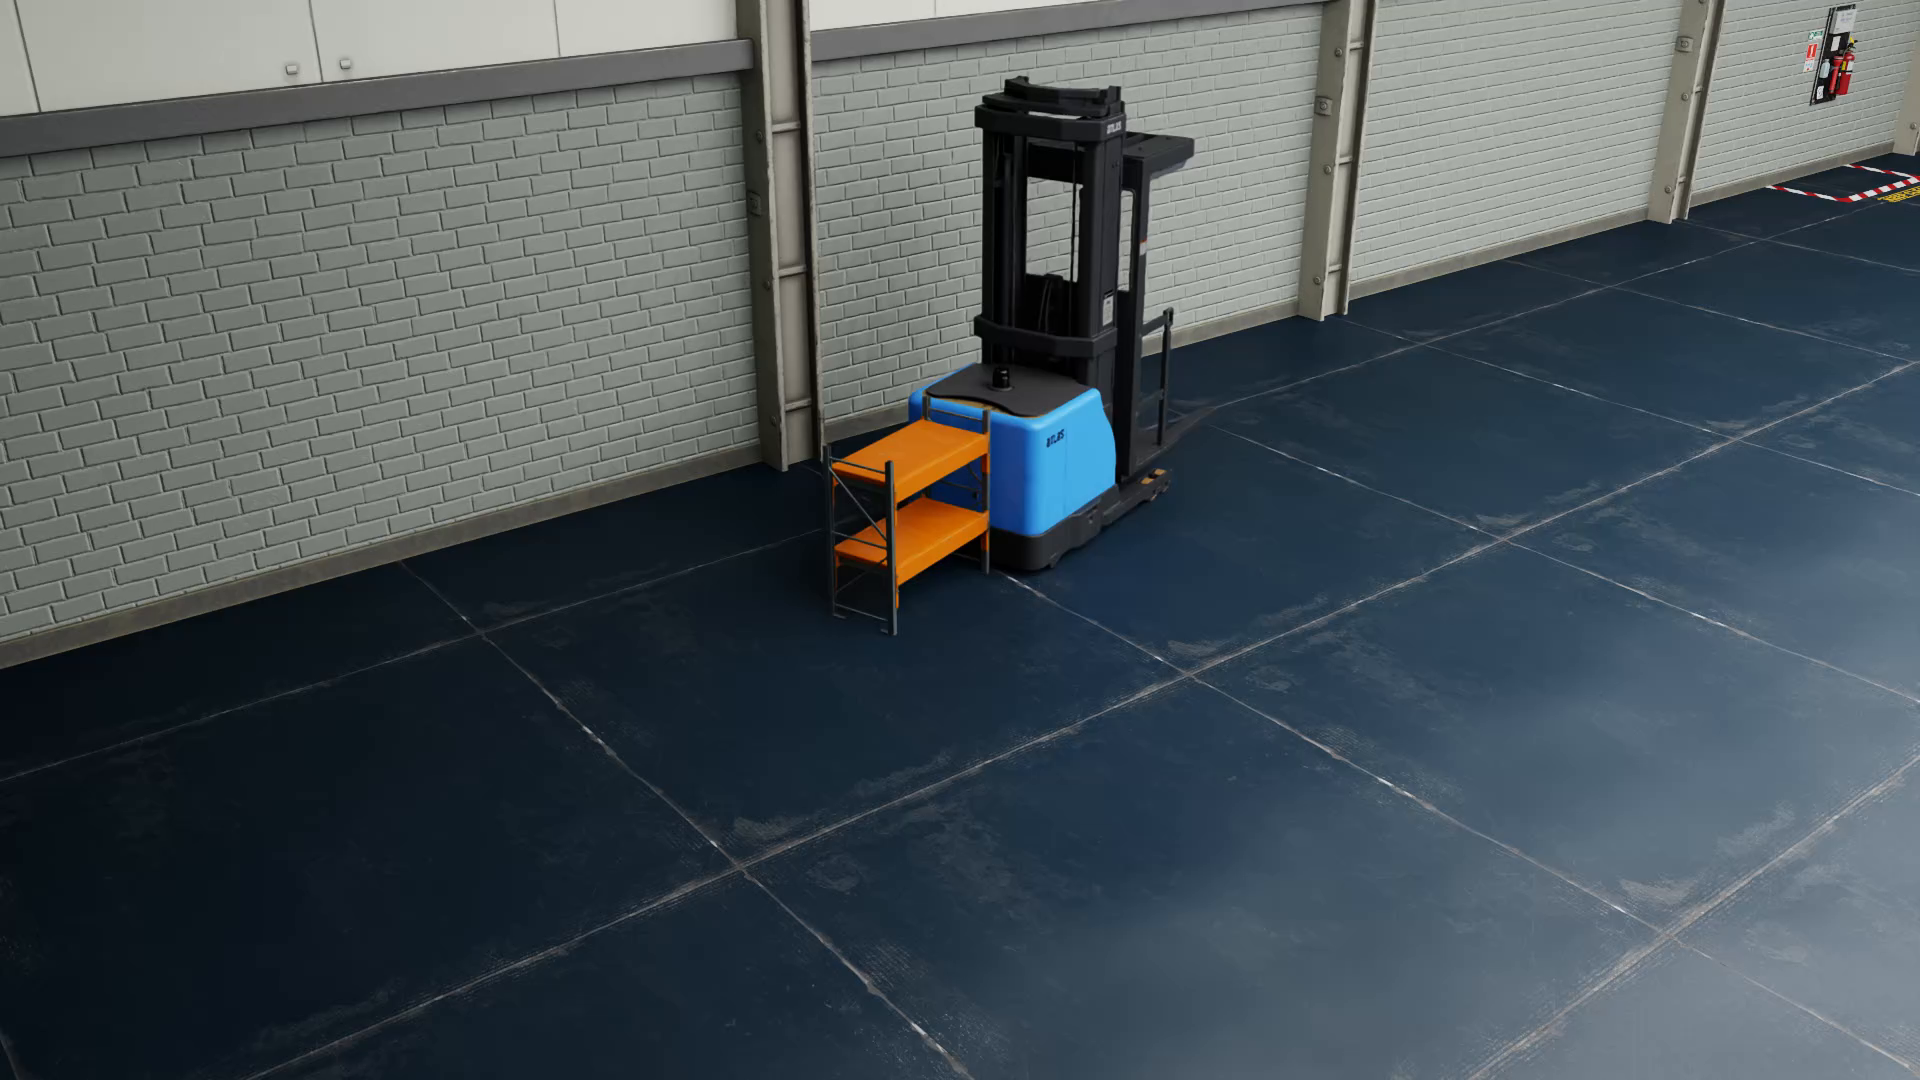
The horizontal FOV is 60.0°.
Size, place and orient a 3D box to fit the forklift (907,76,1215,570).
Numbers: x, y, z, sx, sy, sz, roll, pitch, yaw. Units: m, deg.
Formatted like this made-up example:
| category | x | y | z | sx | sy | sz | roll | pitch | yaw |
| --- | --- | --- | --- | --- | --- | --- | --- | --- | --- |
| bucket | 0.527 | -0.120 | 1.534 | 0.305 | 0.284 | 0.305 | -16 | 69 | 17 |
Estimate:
| category | x | y | z | sx | sy | sz | roll | pitch | yaw |
| --- | --- | --- | --- | --- | --- | --- | --- | --- | --- |
| forklift | 0.876 | -1.705 | 11.442 | 1.130 | 2.935 | 3.031 | 15 | 29 | 30 |

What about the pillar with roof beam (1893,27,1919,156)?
| category | x | y | z | sx | sy | sz | roll | pitch | yaw |
| --- | --- | --- | --- | --- | --- | --- | --- | --- | --- |
| pillar with roof beam | 15.561 | -7.940 | 17.668 | 0.400 | 9.000 | 9.100 | -18 | 31 | -34 |

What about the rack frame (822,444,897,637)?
| category | x | y | z | sx | sy | sz | roll | pitch | yaw |
| --- | --- | --- | --- | --- | --- | --- | --- | --- | --- |
| rack frame | -0.595 | 0.006 | 9.900 | 0.500 | 1.125 | 0.032 | 16 | 29 | 31 |

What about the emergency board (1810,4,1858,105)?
| category | x | y | z | sx | sy | sz | roll | pitch | yaw |
| --- | --- | --- | --- | --- | --- | --- | --- | --- | --- |
| emergency board | 10.936 | -6.015 | 20.648 | 0.643 | 1.169 | 0.194 | -18 | 31 | -34 |

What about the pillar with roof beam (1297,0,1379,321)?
| category | x | y | z | sx | sy | sz | roll | pitch | yaw |
| --- | --- | --- | --- | --- | --- | --- | --- | --- | --- |
| pillar with roof beam | 6.118 | -4.822 | 10.951 | 0.400 | 9.000 | 9.100 | -18 | 31 | -34 |

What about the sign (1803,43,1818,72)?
| category | x | y | z | sx | sy | sz | roll | pitch | yaw |
| --- | --- | --- | --- | --- | --- | --- | --- | --- | --- |
| sign | 10.437 | -5.922 | 20.404 | 0.234 | 0.329 | 0.001 | -18 | 31 | -34 |

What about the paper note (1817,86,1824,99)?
| category | x | y | z | sx | sy | sz | roll | pitch | yaw |
| --- | --- | --- | --- | --- | --- | --- | --- | --- | --- |
| paper note | 10.754 | -5.593 | 20.783 | 0.142 | 0.148 | 0.016 | -18 | 31 | -34 |

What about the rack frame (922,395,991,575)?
| category | x | y | z | sx | sy | sz | roll | pitch | yaw |
| --- | --- | --- | --- | --- | --- | --- | --- | --- | --- |
| rack frame | -0.025 | -0.348 | 10.664 | 0.500 | 1.125 | 0.032 | 16 | 29 | 31 |

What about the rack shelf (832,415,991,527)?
| category | x | y | z | sx | sy | sz | roll | pitch | yaw |
| --- | --- | --- | --- | --- | --- | --- | --- | --- | --- |
| rack shelf | -0.310 | -0.436 | 10.159 | 0.538 | 0.278 | 1.000 | 16 | 29 | 31 |

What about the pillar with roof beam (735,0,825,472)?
| category | x | y | z | sx | sy | sz | roll | pitch | yaw |
| --- | --- | --- | --- | --- | --- | --- | --- | --- | --- |
| pillar with roof beam | 1.396 | -3.264 | 7.593 | 0.400 | 9.000 | 9.100 | -18 | 31 | -34 |

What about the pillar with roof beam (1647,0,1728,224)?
| category | x | y | z | sx | sy | sz | roll | pitch | yaw |
| --- | --- | --- | --- | --- | --- | --- | --- | --- | --- |
| pillar with roof beam | 10.839 | -6.381 | 14.310 | 0.400 | 9.000 | 9.100 | -18 | 31 | -34 |

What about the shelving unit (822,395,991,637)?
| category | x | y | z | sx | sy | sz | roll | pitch | yaw |
| --- | --- | --- | --- | --- | --- | --- | --- | --- | --- |
| shelving unit | -0.310 | -0.171 | 10.282 | 0.538 | 1.125 | 1.048 | 16 | 29 | 31 |

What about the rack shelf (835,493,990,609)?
| category | x | y | z | sx | sy | sz | roll | pitch | yaw |
| --- | --- | --- | --- | --- | --- | --- | --- | --- | --- |
| rack shelf | -0.310 | 0.051 | 10.385 | 0.538 | 0.278 | 1.000 | 16 | 29 | 31 |

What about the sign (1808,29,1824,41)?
| category | x | y | z | sx | sy | sz | roll | pitch | yaw |
| --- | --- | --- | --- | --- | --- | --- | --- | --- | --- |
| sign | 10.446 | -6.161 | 20.289 | 0.331 | 0.109 | 0.001 | -18 | 31 | -34 |
